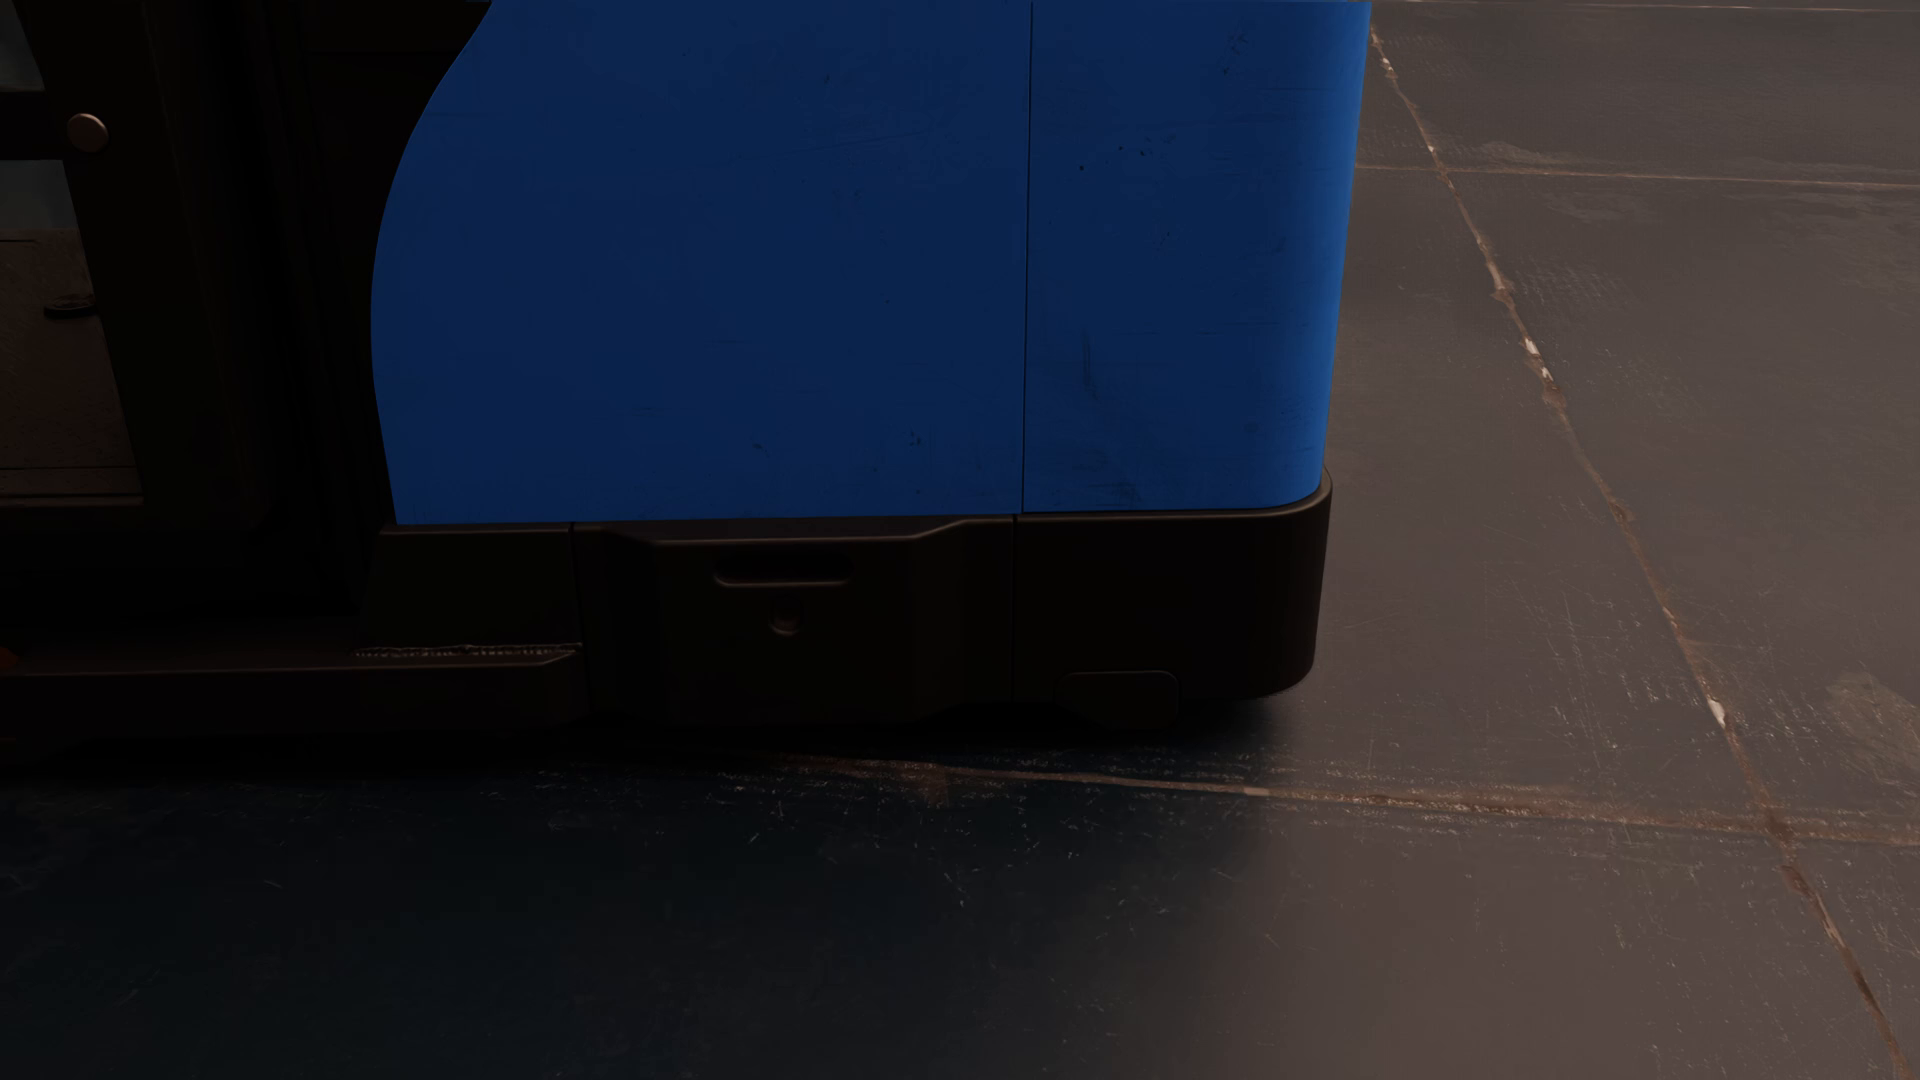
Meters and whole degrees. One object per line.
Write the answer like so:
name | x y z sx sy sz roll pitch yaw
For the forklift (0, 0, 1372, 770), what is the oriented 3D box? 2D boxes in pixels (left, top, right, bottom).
forklift | -1.095 -1.268 1.759 3.031 2.935 1.130 -1 27 -2
